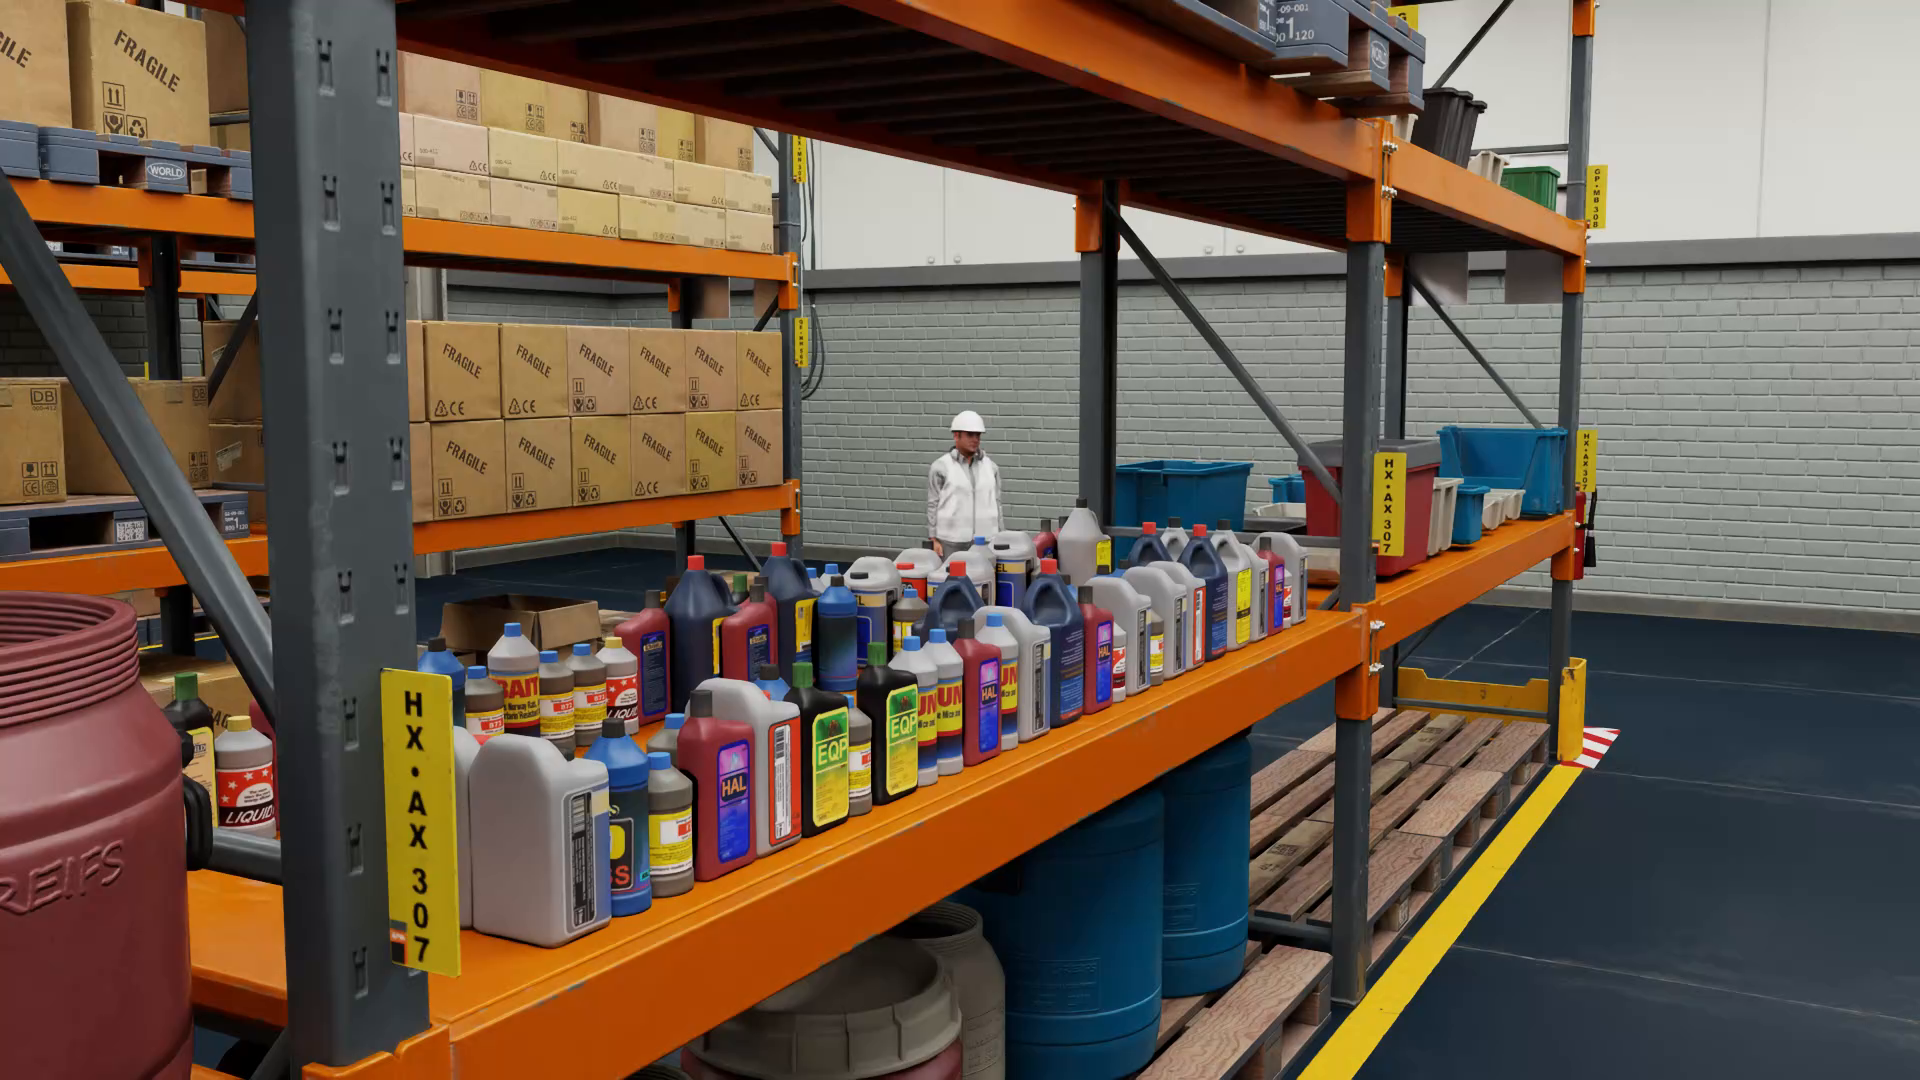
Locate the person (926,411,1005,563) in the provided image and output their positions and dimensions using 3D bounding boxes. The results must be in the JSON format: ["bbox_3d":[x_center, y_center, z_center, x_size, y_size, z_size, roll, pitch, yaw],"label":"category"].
[{"bbox_3d":[0.064,0.010,11.354,0.564,1.776,0.620,-2,6,-18],"label":"person"}]
